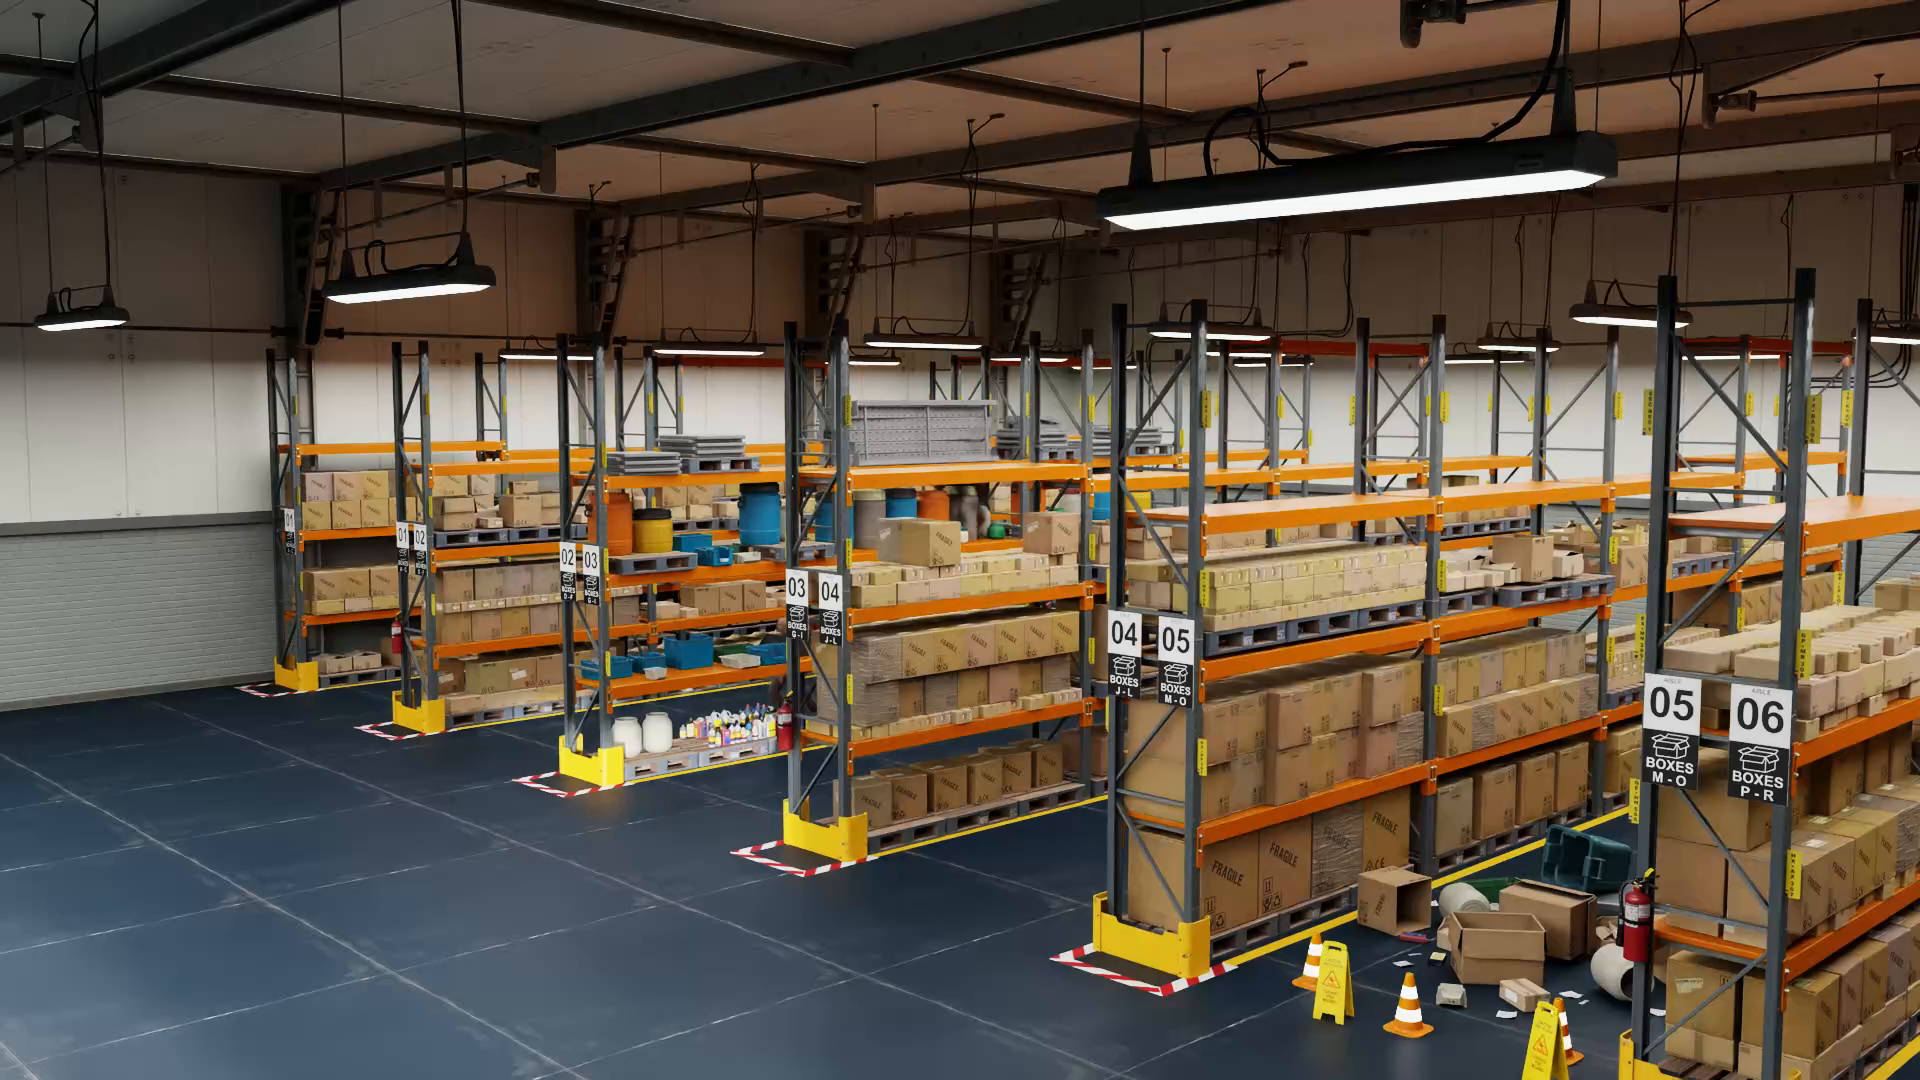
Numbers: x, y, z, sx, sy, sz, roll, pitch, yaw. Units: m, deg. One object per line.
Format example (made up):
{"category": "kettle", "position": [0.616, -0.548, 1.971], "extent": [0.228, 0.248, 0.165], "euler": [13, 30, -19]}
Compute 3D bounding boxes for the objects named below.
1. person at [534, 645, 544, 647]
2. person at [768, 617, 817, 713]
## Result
{"category": "person", "position": [-7.517, 1.736, 29.607], "extent": [0.686, 1.751, 0.995], "euler": [3, 6, 33]}
{"category": "person", "position": [-2.649, 2.035, 26.517], "extent": [0.698, 1.662, 0.836], "euler": [1, 5, 11]}
